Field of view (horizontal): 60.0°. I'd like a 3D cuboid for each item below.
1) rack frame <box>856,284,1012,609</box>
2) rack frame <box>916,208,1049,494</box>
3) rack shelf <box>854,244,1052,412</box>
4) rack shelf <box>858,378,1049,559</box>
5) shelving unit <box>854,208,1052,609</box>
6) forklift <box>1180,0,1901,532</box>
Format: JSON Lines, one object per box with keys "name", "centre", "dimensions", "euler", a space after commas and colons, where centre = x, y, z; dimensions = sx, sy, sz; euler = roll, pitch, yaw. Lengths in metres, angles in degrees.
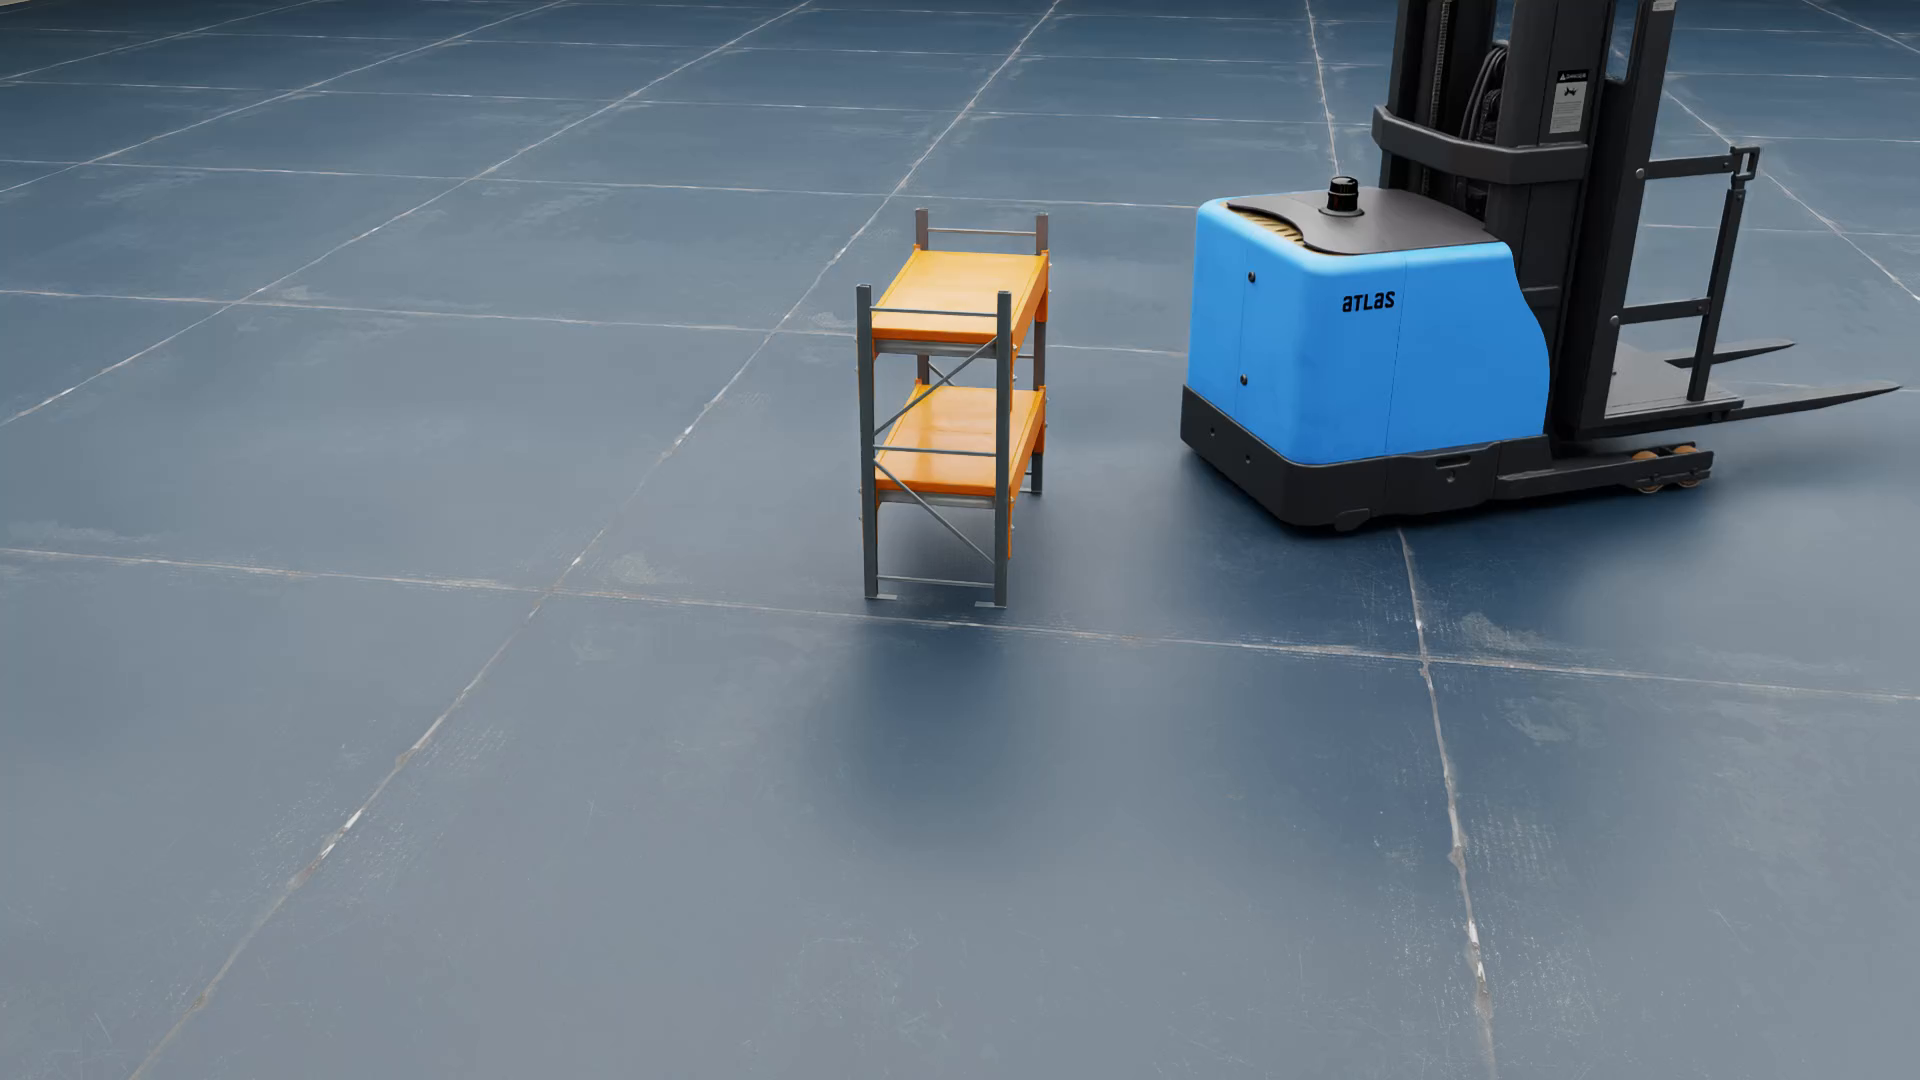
{"name": "rack frame", "centre": [-0.084, -0.294, 5.551], "dimensions": [0.500, 1.125, 0.032], "euler": [4, 25, 9]}
{"name": "rack frame", "centre": [0.082, -0.719, 6.460], "dimensions": [0.500, 1.125, 0.032], "euler": [4, 25, 9]}
{"name": "rack shelf", "centre": [-0.001, -0.772, 5.881], "dimensions": [0.538, 0.278, 1.000], "euler": [4, 25, 9]}
{"name": "rack shelf", "centre": [-0.001, -0.285, 6.109], "dimensions": [0.538, 0.278, 1.000], "euler": [4, 25, 9]}
{"name": "shelving unit", "centre": [-0.001, -0.507, 6.005], "dimensions": [0.538, 1.125, 1.048], "euler": [4, 25, 9]}
{"name": "forklift", "centre": [2.501, -1.716, 6.459], "dimensions": [3.031, 2.935, 1.130], "euler": [-8, 26, -17]}
